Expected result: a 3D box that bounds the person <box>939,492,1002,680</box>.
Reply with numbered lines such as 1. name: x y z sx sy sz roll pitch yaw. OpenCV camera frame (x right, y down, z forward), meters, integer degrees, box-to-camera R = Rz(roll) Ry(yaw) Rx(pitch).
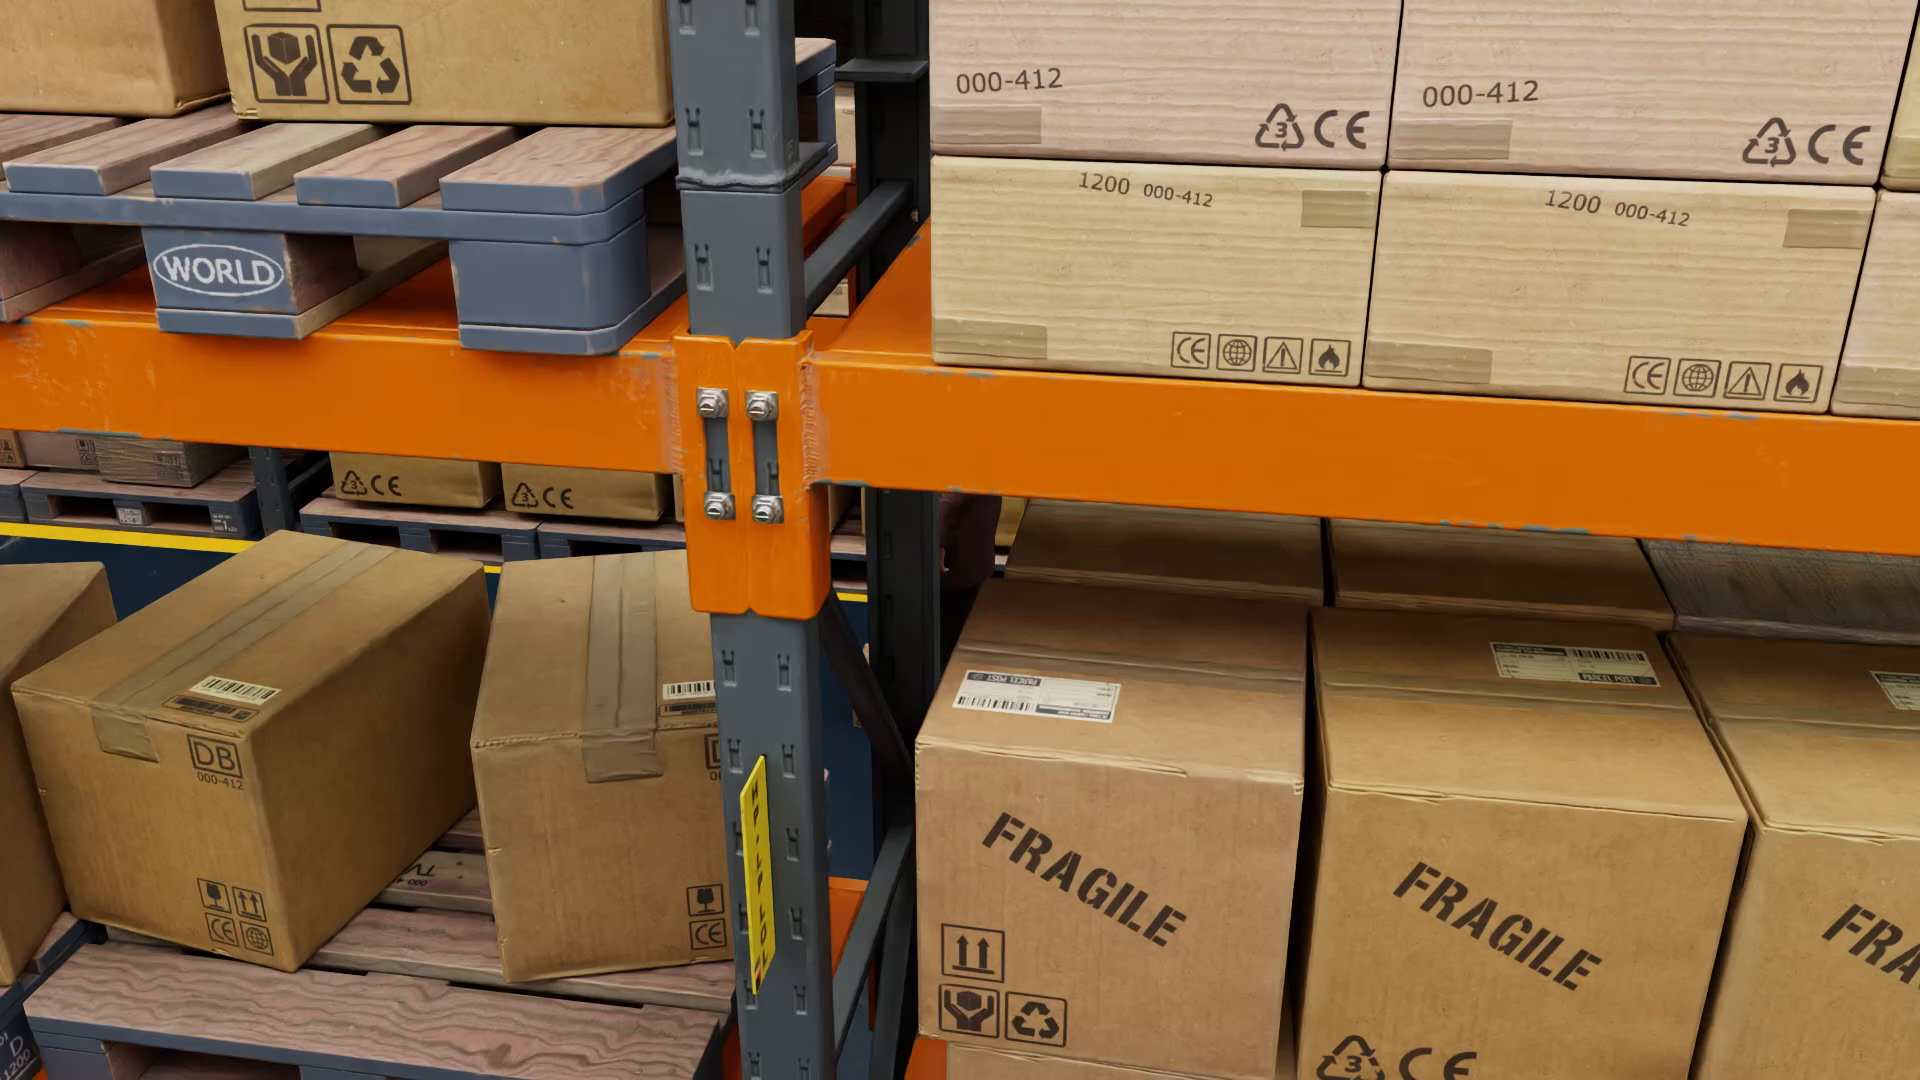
1. person: -0.093 -0.111 6.345 0.582 1.776 0.695 4 25 9
